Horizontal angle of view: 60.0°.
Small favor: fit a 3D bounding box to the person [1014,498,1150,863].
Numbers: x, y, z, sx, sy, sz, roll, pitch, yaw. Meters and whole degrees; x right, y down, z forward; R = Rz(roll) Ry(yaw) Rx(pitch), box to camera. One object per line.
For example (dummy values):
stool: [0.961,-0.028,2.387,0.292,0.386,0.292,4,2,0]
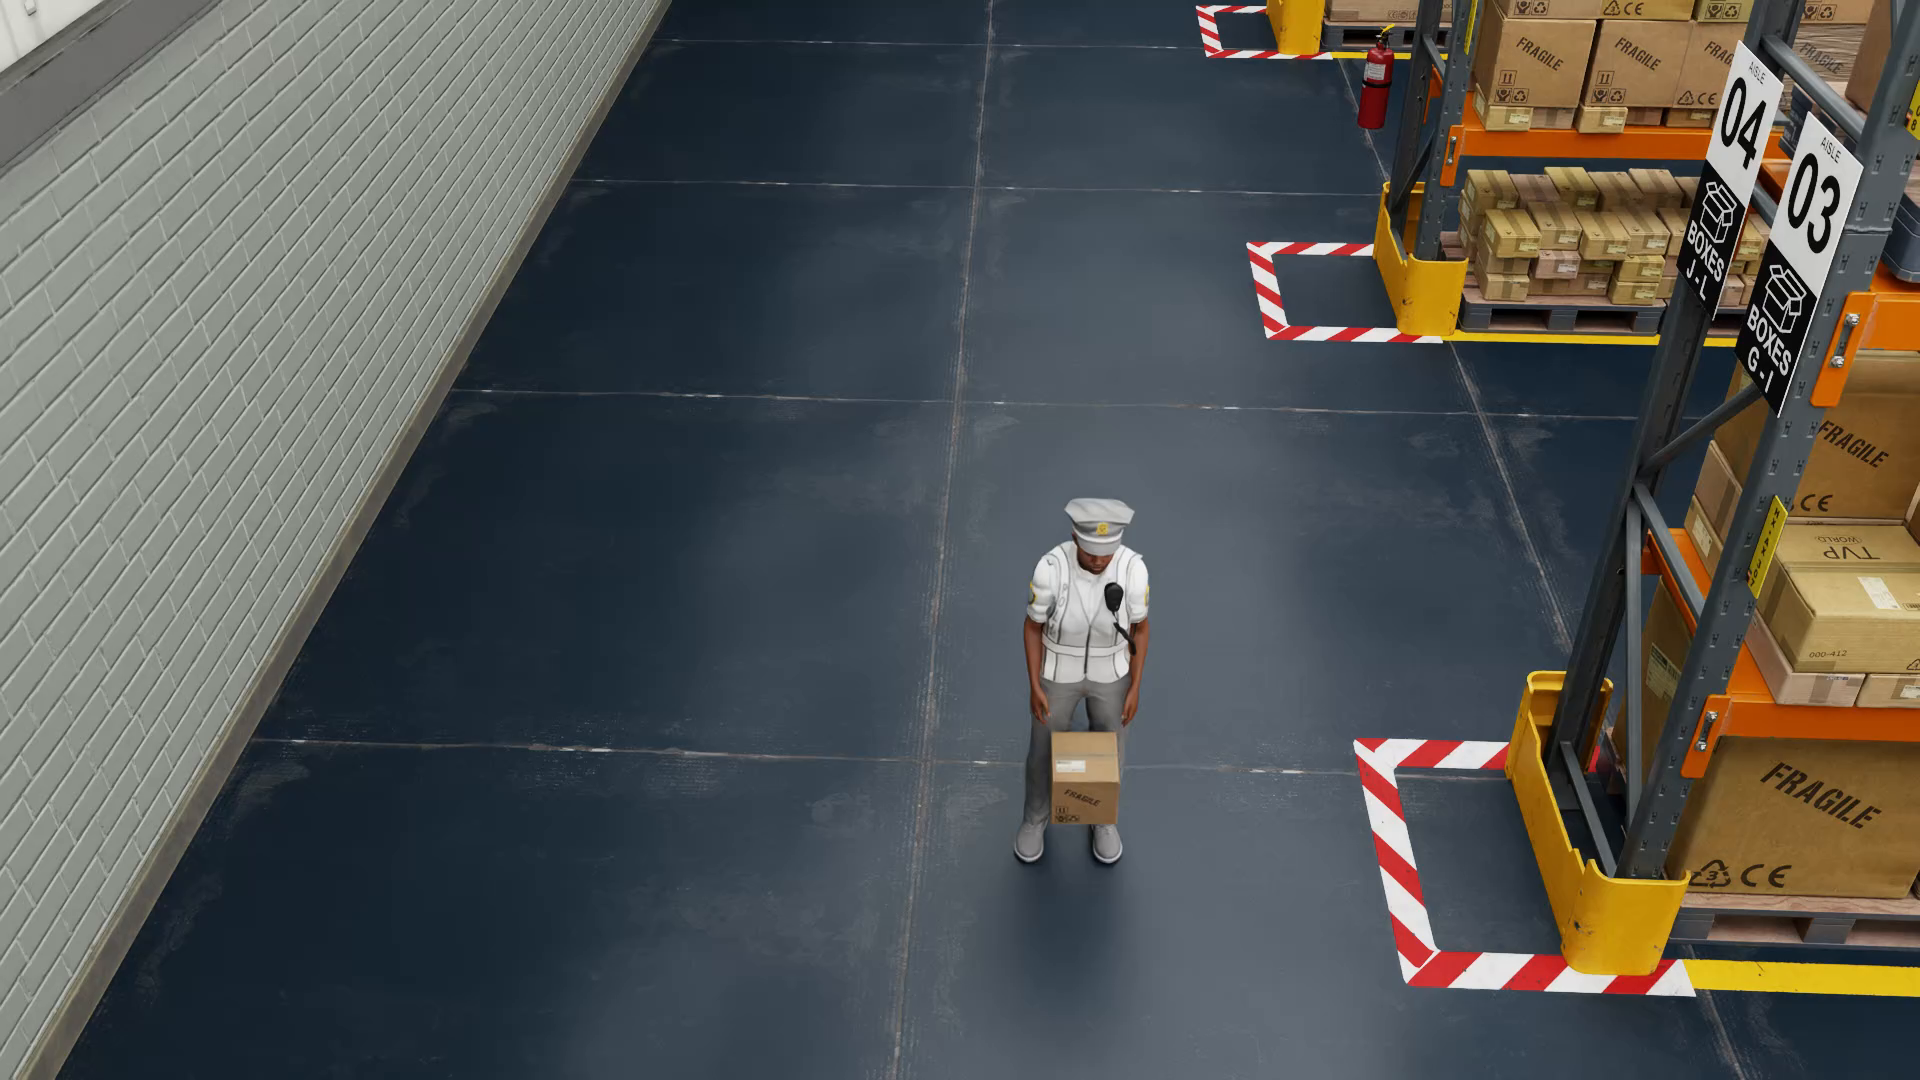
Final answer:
person: [0.469,0.528,6.374,0.492,1.672,0.372,1,36,1]
